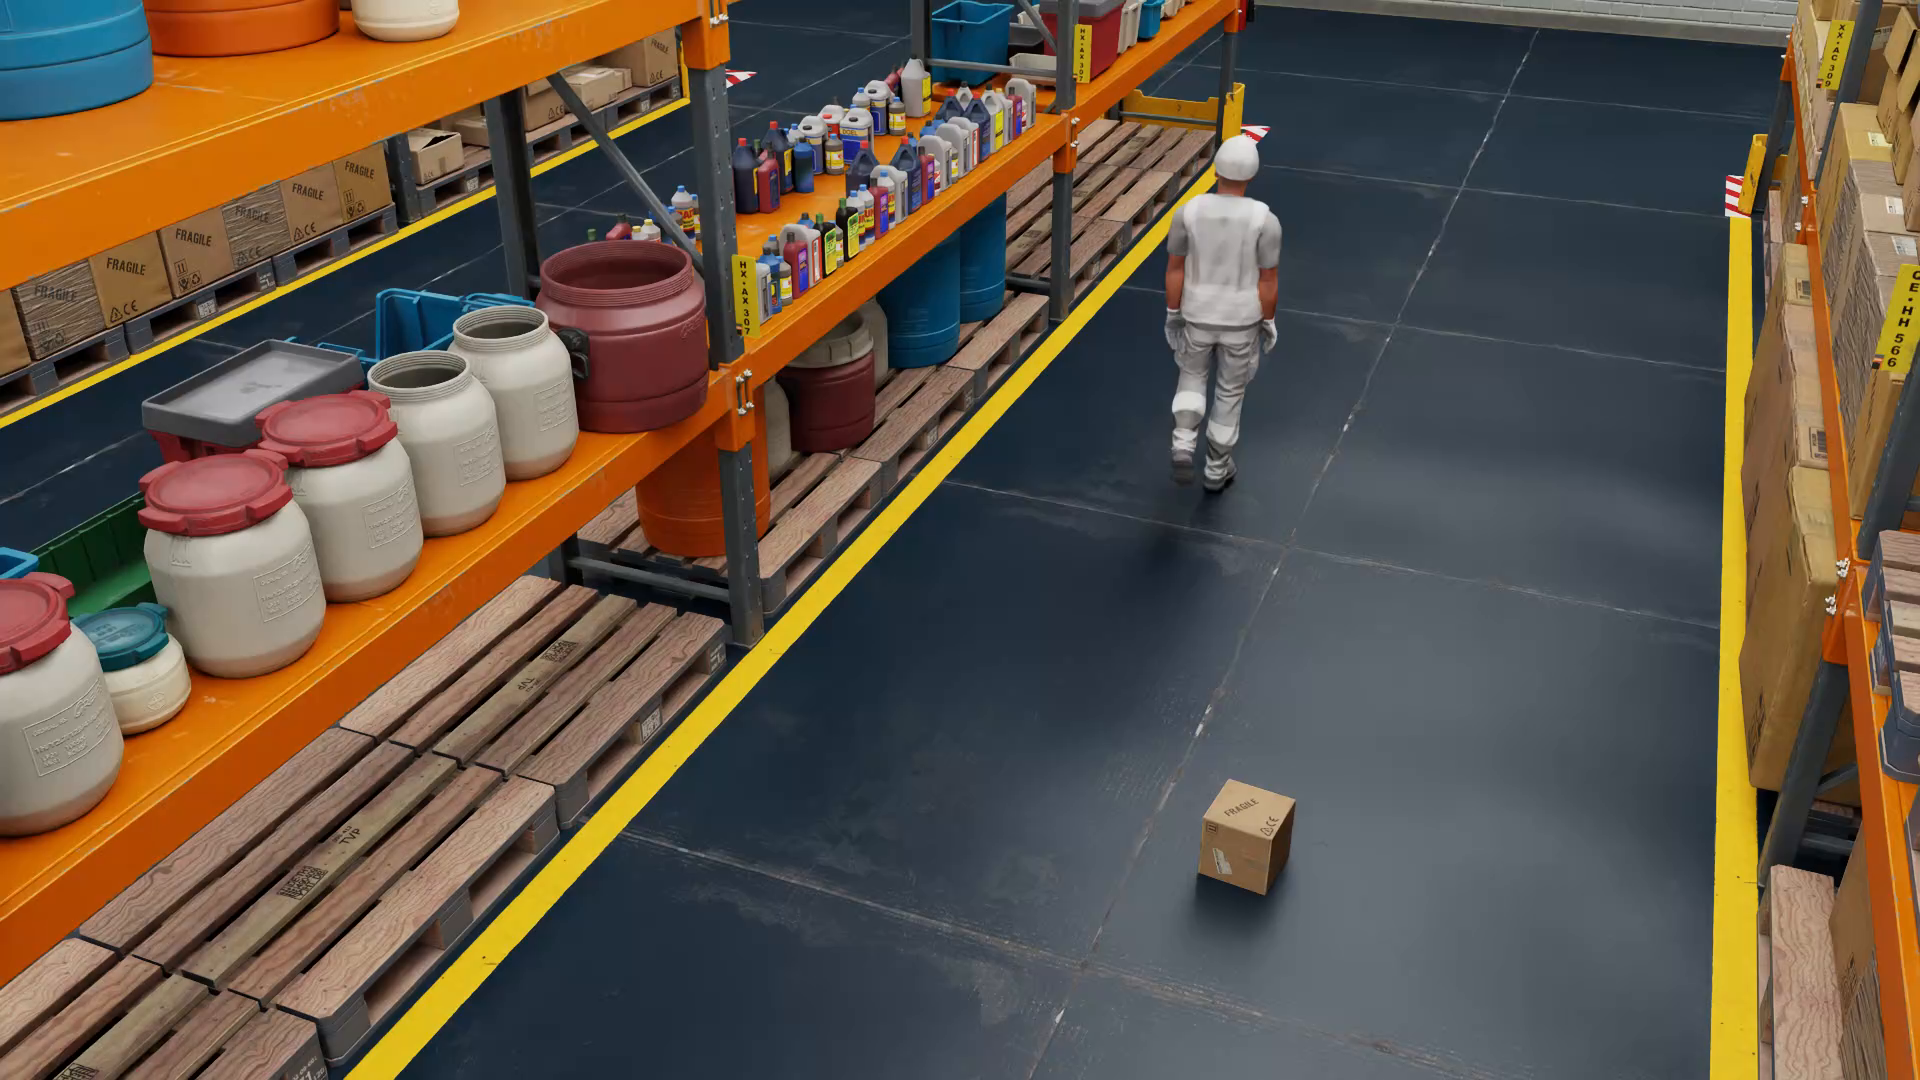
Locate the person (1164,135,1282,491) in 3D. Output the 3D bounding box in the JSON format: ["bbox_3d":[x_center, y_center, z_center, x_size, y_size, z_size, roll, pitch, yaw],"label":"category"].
[{"bbox_3d":[1.238,-1.047,7.913,0.539,1.782,0.514,10,31,18],"label":"person"}]
